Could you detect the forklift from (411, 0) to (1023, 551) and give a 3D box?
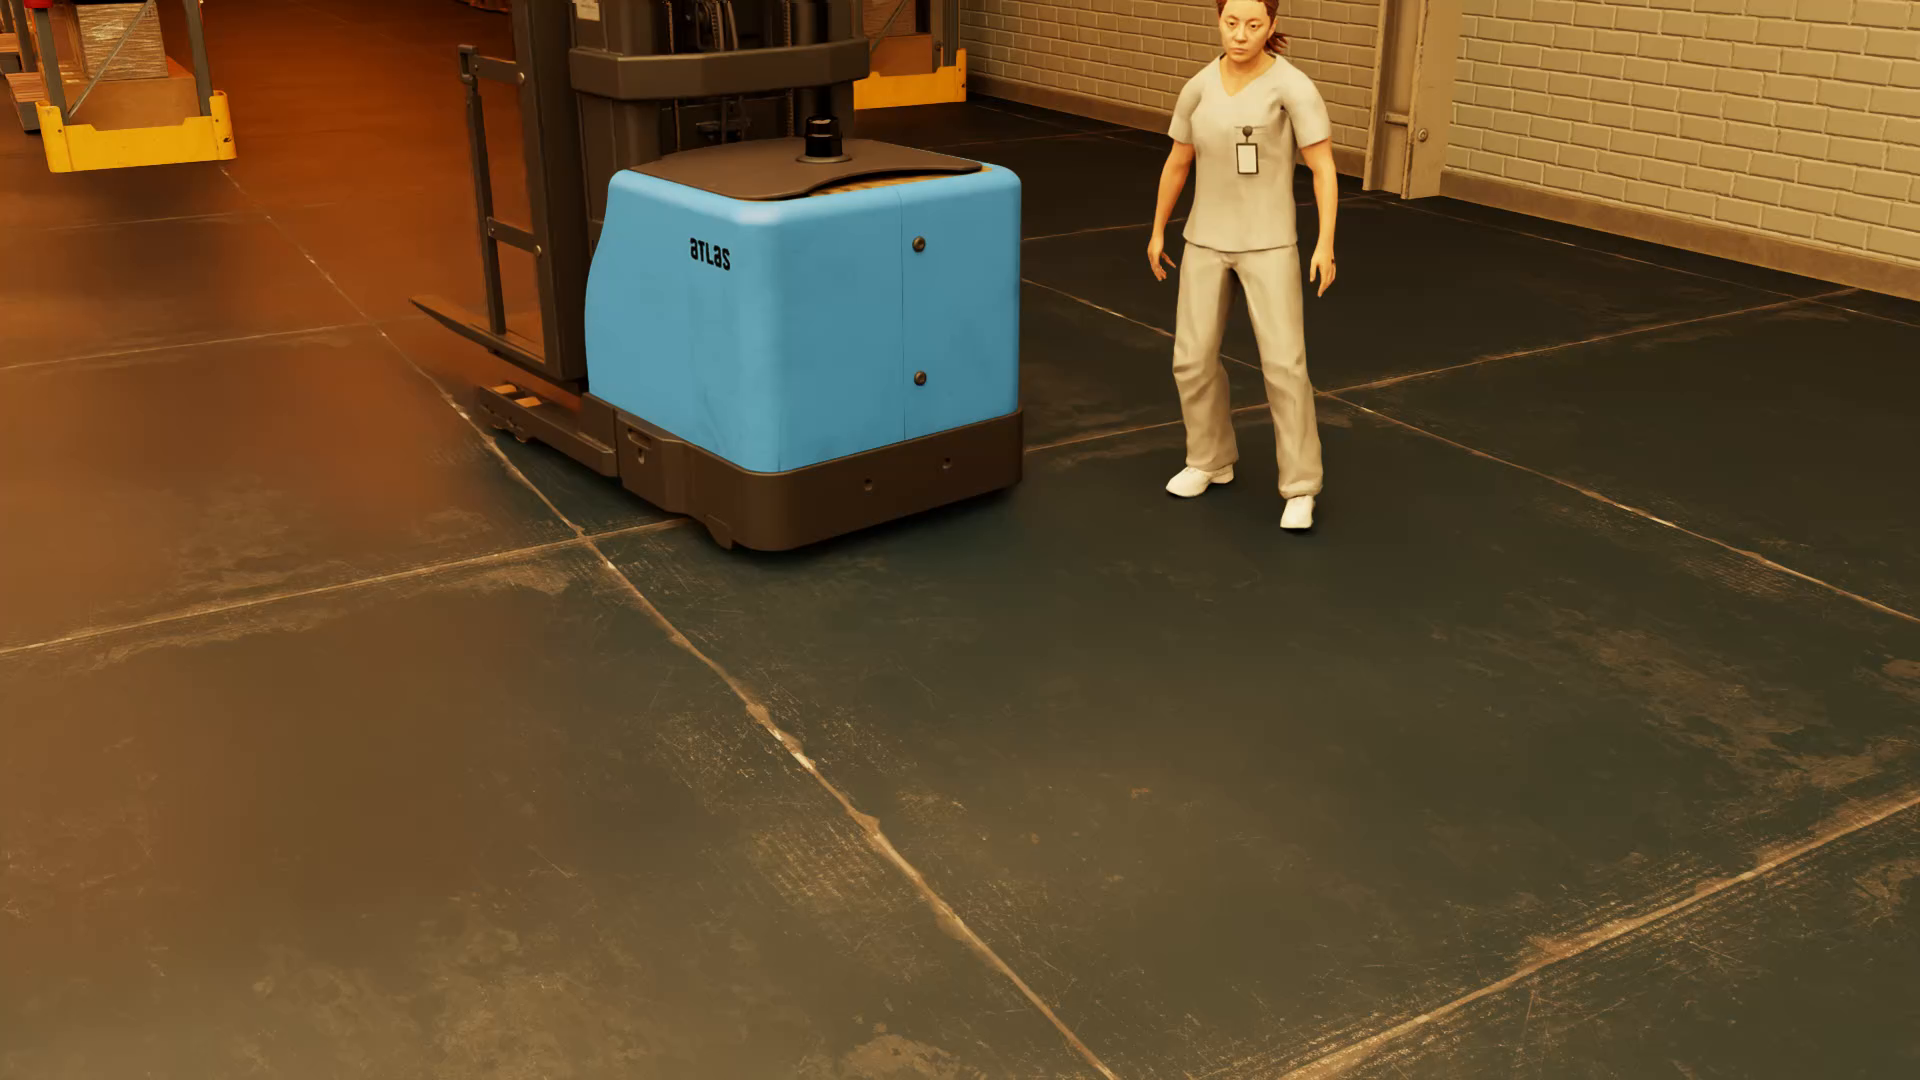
[{"bbox_3d":[-1.115,-1.810,5.684,1.130,2.935,3.031,-17,28,-36],"label":"forklift"}]

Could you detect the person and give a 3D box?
[{"bbox_3d":[0.876,-0.901,5.159,0.678,1.651,0.394,13,26,30],"label":"person"}]
